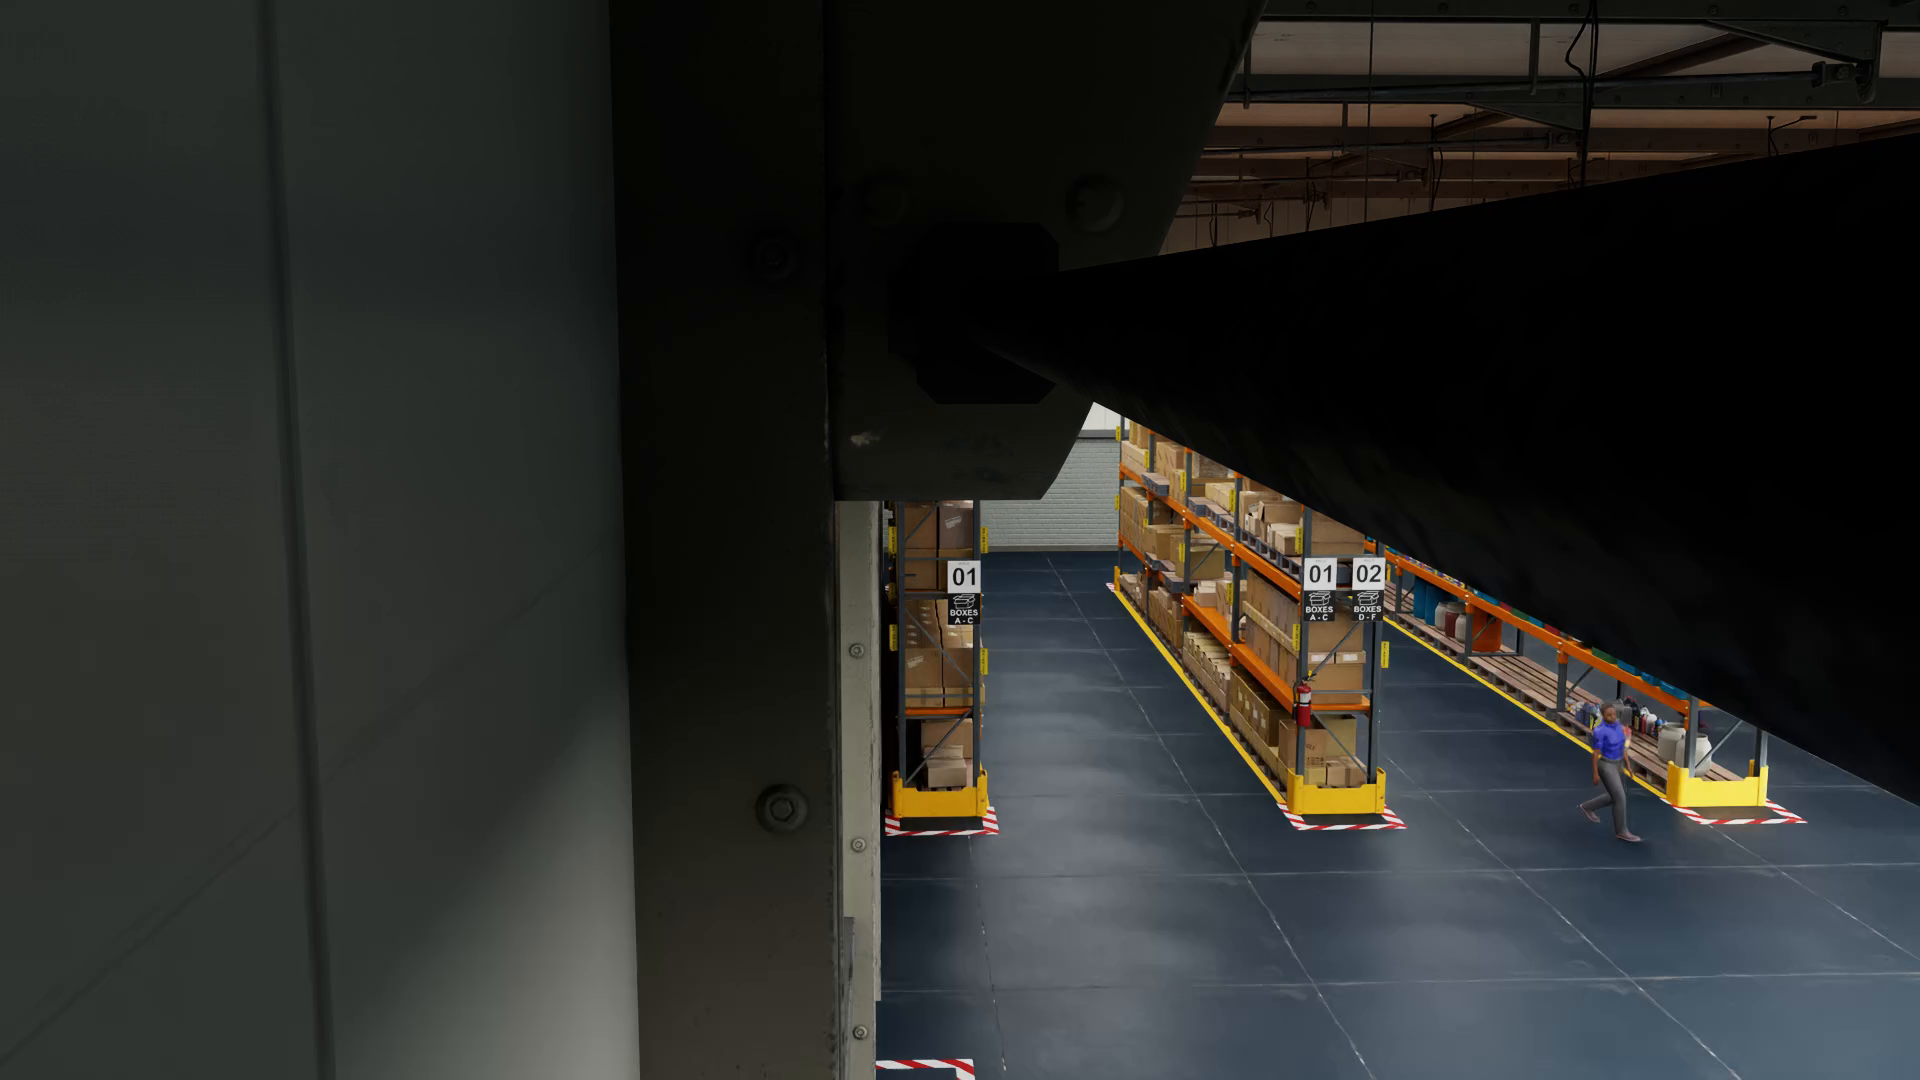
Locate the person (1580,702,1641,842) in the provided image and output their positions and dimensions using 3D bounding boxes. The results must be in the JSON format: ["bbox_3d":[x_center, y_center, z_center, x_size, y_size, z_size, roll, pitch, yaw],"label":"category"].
[{"bbox_3d":[7.705,2.705,19.689,0.461,1.613,0.816,-7,11,-39],"label":"person"}]

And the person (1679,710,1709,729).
[{"bbox_3d":[10.990,1.978,24.765,0.504,1.574,0.987,-1,8,-7],"label":"person"}]
